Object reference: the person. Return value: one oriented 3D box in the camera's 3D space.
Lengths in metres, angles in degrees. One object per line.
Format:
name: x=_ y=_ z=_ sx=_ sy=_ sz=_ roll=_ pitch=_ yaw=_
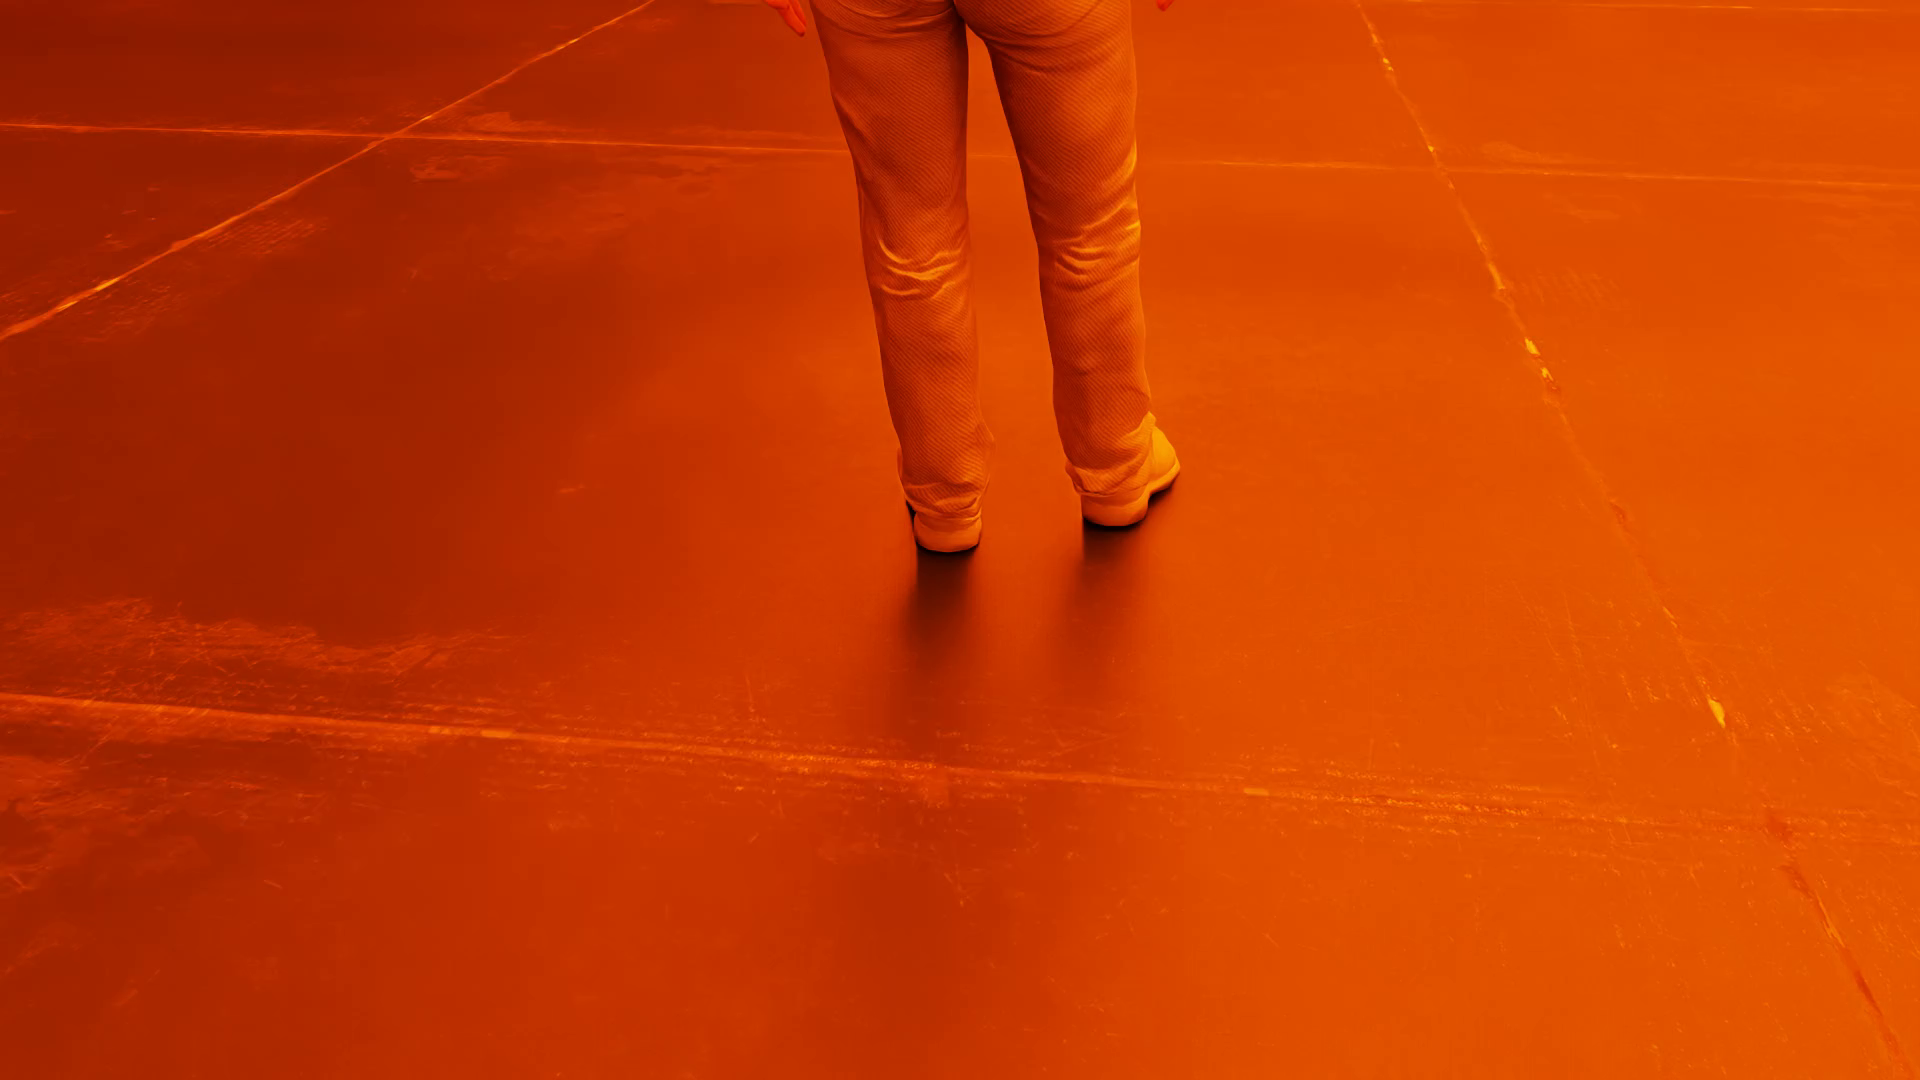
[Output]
person: x=0.016 y=-0.828 z=2.156 sx=0.634 sy=1.775 sz=0.566 roll=3 pitch=27 yaw=7
